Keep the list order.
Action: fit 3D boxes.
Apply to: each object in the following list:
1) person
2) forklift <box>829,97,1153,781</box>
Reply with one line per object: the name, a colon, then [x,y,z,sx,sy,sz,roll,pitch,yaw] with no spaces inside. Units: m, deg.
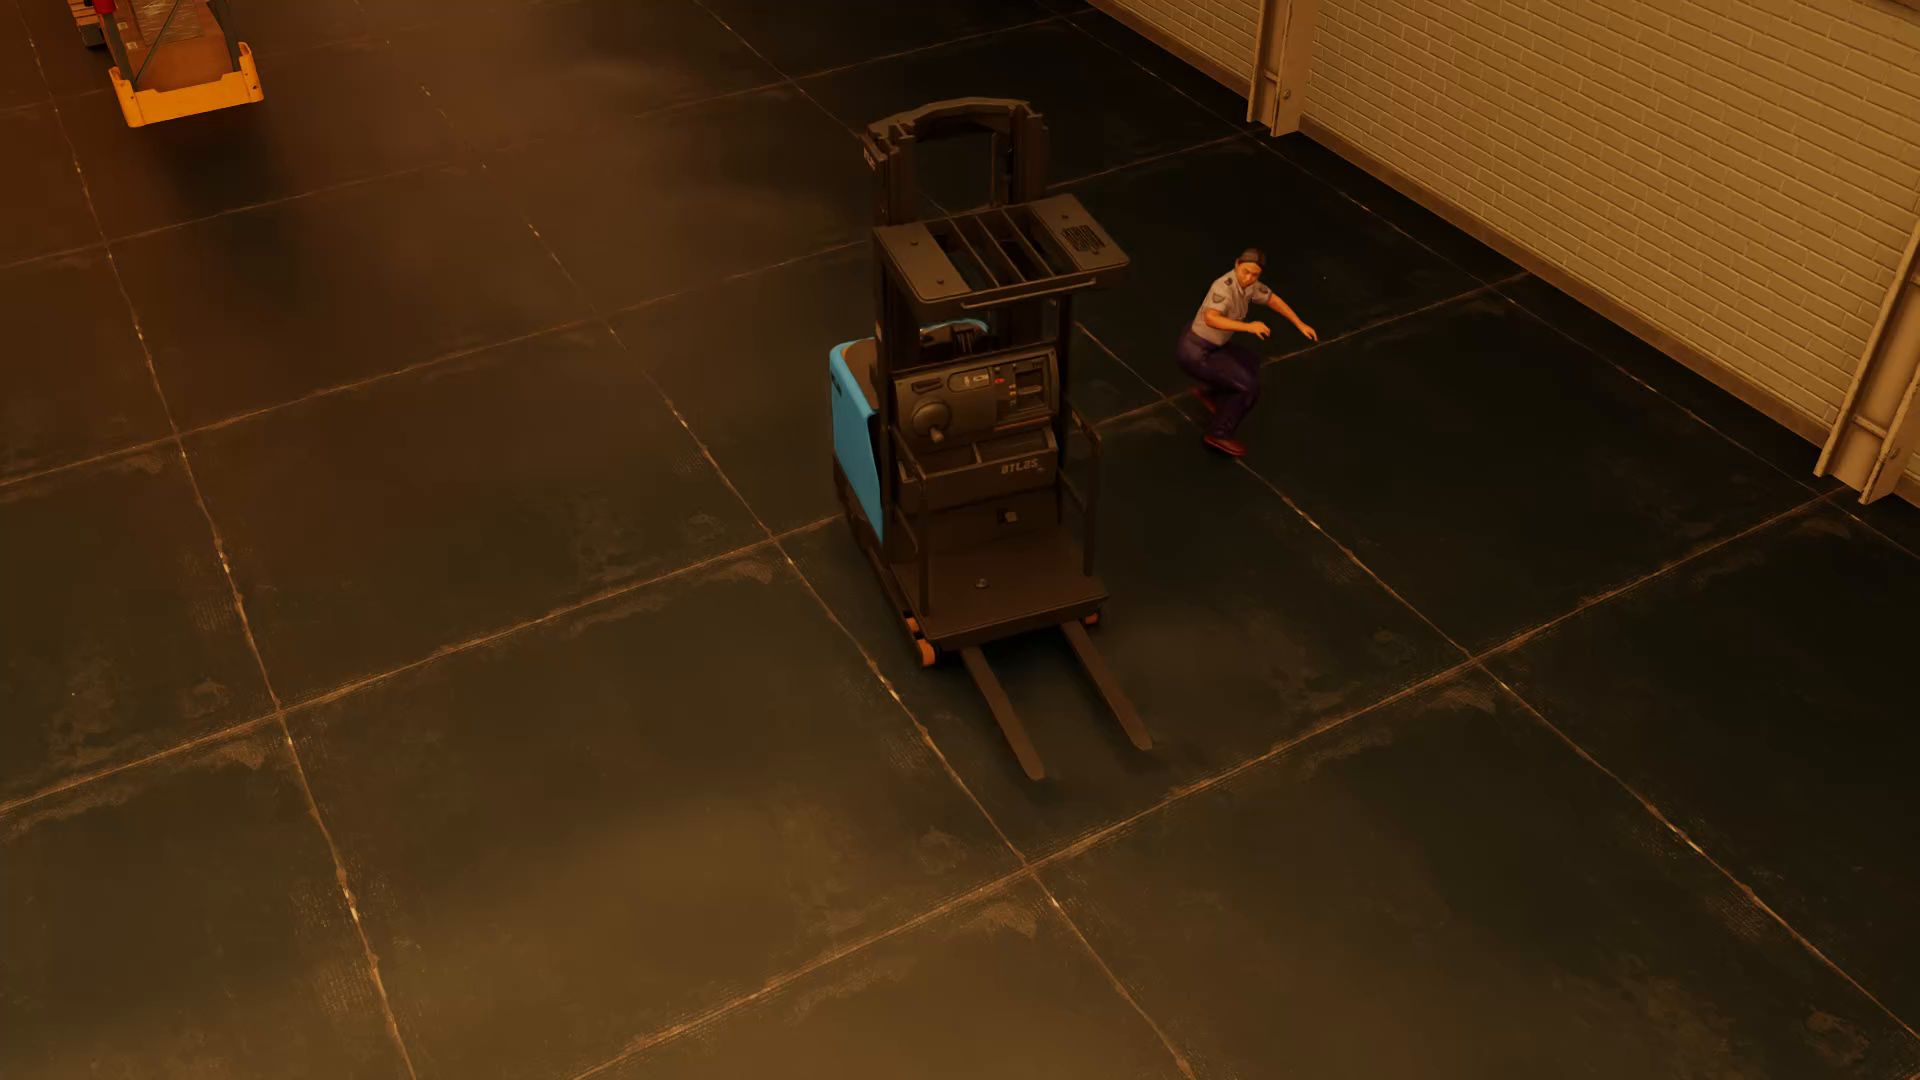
person: [1.832,-1.228,10.746,0.882,1.401,0.739,11,41,13]
forklift: [0.174,-0.707,8.888,1.130,2.935,3.031,-13,41,-15]
